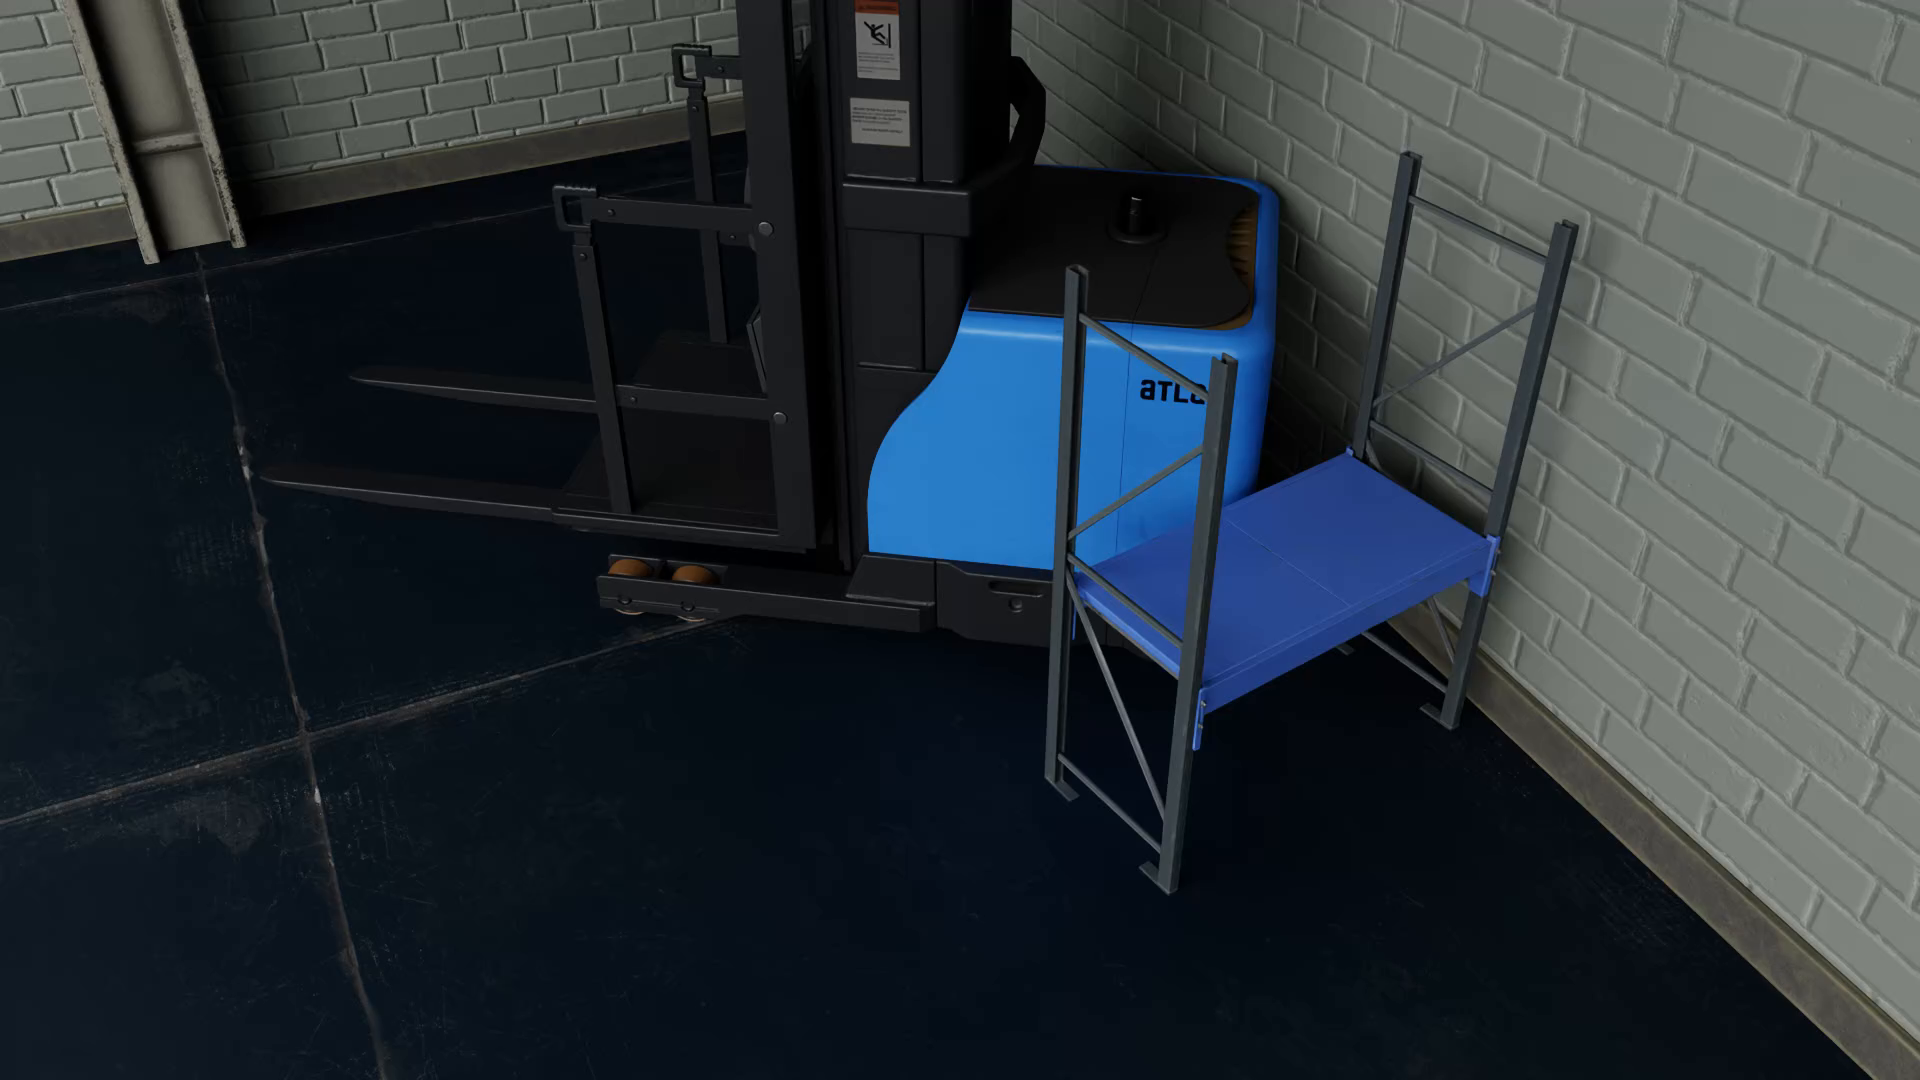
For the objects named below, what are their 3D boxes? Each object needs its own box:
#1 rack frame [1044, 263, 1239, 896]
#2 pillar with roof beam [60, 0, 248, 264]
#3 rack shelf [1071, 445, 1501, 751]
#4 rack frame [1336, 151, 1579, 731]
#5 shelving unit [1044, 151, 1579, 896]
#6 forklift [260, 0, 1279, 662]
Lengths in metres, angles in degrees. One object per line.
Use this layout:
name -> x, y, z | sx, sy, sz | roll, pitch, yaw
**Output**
rack frame -> 0.379, 0.143, 3.799 | 0.032, 1.500, 0.500 | -23, 42, -28
pillar with roof beam -> -1.367, -2.545, 1.128 | 0.400, 9.000, 9.100 | -16, 39, -20
rack shelf -> 0.795, 0.112, 4.141 | 1.000, 0.185, 0.538 | -23, 42, -28
rack frame -> 1.210, -0.207, 4.270 | 0.032, 1.500, 0.500 | -23, 42, -28
shelving unit -> 0.795, -0.032, 4.034 | 1.048, 1.500, 0.538 | -23, 42, -28
forklift -> -0.619, -1.239, 4.460 | 3.031, 2.935, 1.130 | 6, 37, 8
